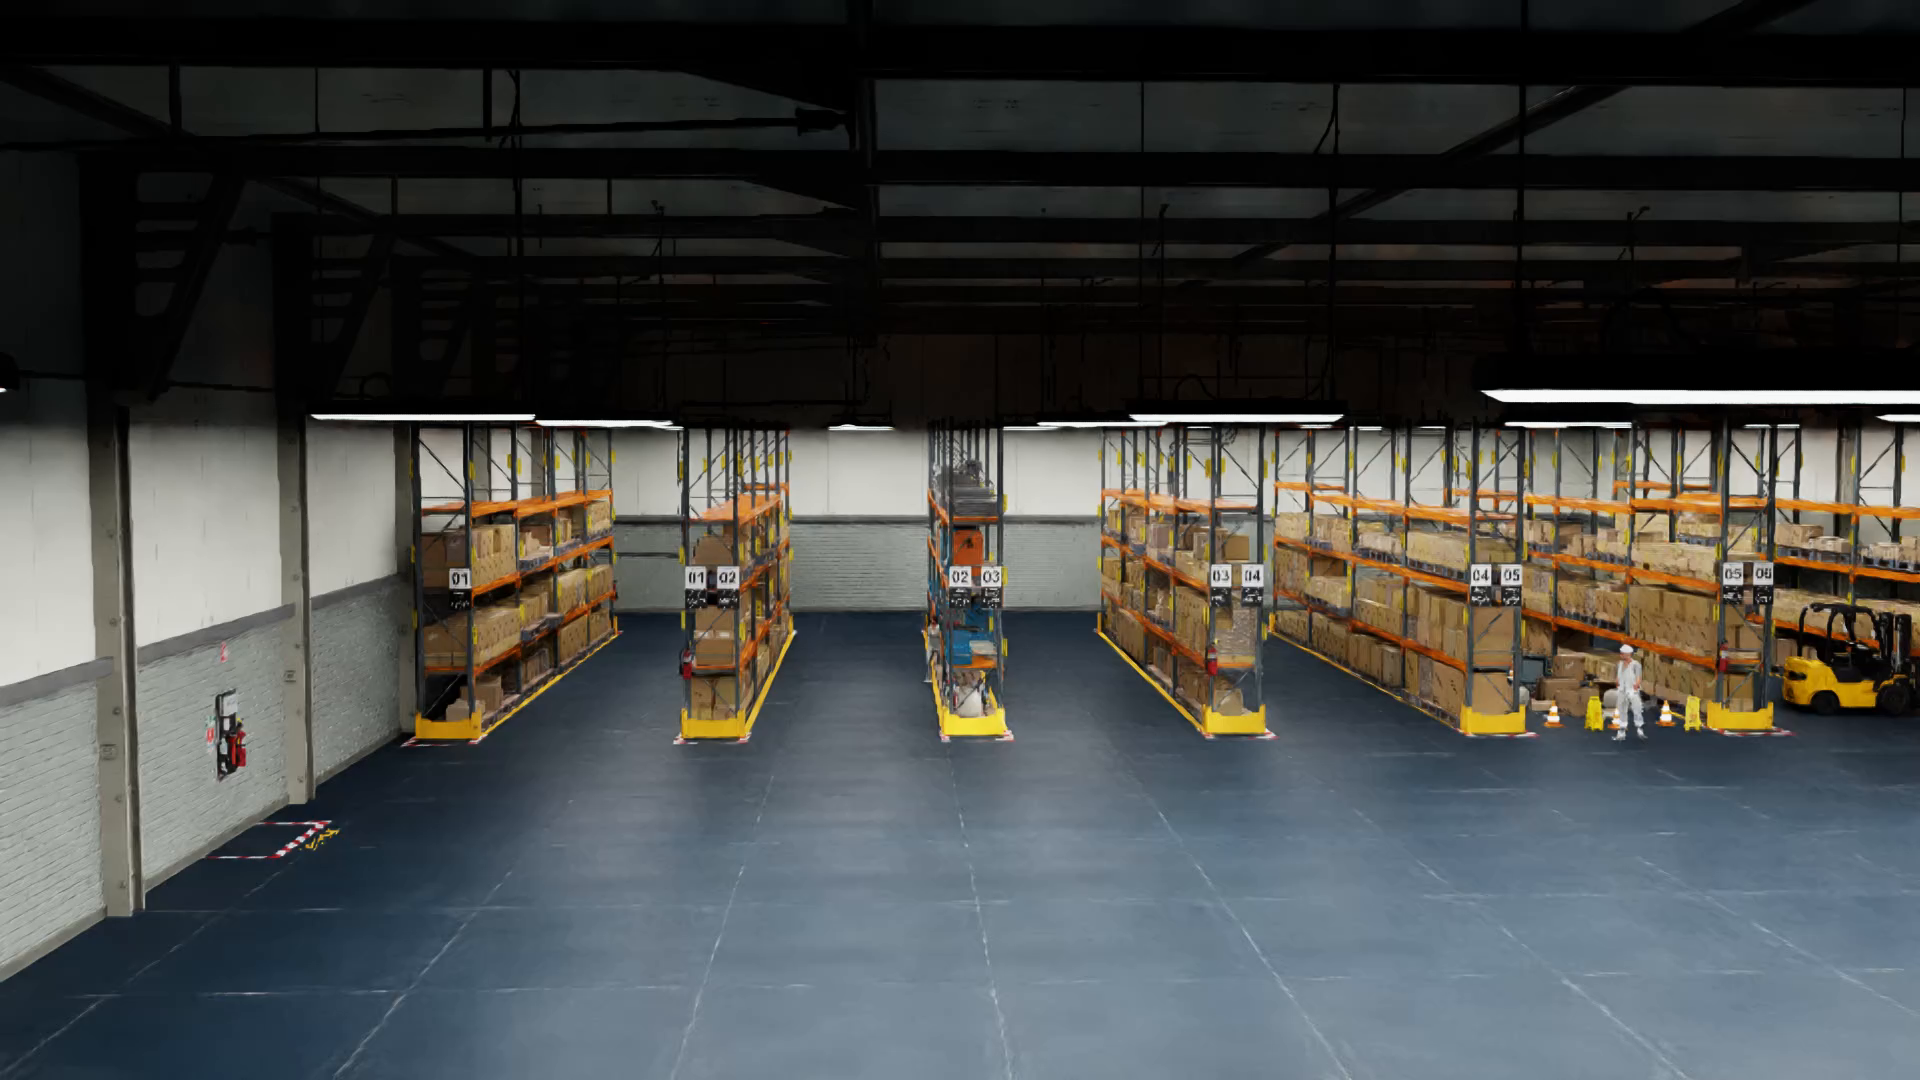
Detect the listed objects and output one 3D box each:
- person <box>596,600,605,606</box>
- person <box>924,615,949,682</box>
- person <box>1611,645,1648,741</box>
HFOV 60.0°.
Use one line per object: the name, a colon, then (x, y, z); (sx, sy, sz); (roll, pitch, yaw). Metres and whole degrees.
person: (-10.453, 1.738, 48.137); (0.549, 1.668, 0.682); (2, 4, 32)
person: (-0.529, 2.459, 38.066); (0.458, 1.538, 0.874); (1, 4, 20)
person: (12.400, 2.830, 30.803); (0.714, 1.784, 0.555); (-3, 5, -36)
